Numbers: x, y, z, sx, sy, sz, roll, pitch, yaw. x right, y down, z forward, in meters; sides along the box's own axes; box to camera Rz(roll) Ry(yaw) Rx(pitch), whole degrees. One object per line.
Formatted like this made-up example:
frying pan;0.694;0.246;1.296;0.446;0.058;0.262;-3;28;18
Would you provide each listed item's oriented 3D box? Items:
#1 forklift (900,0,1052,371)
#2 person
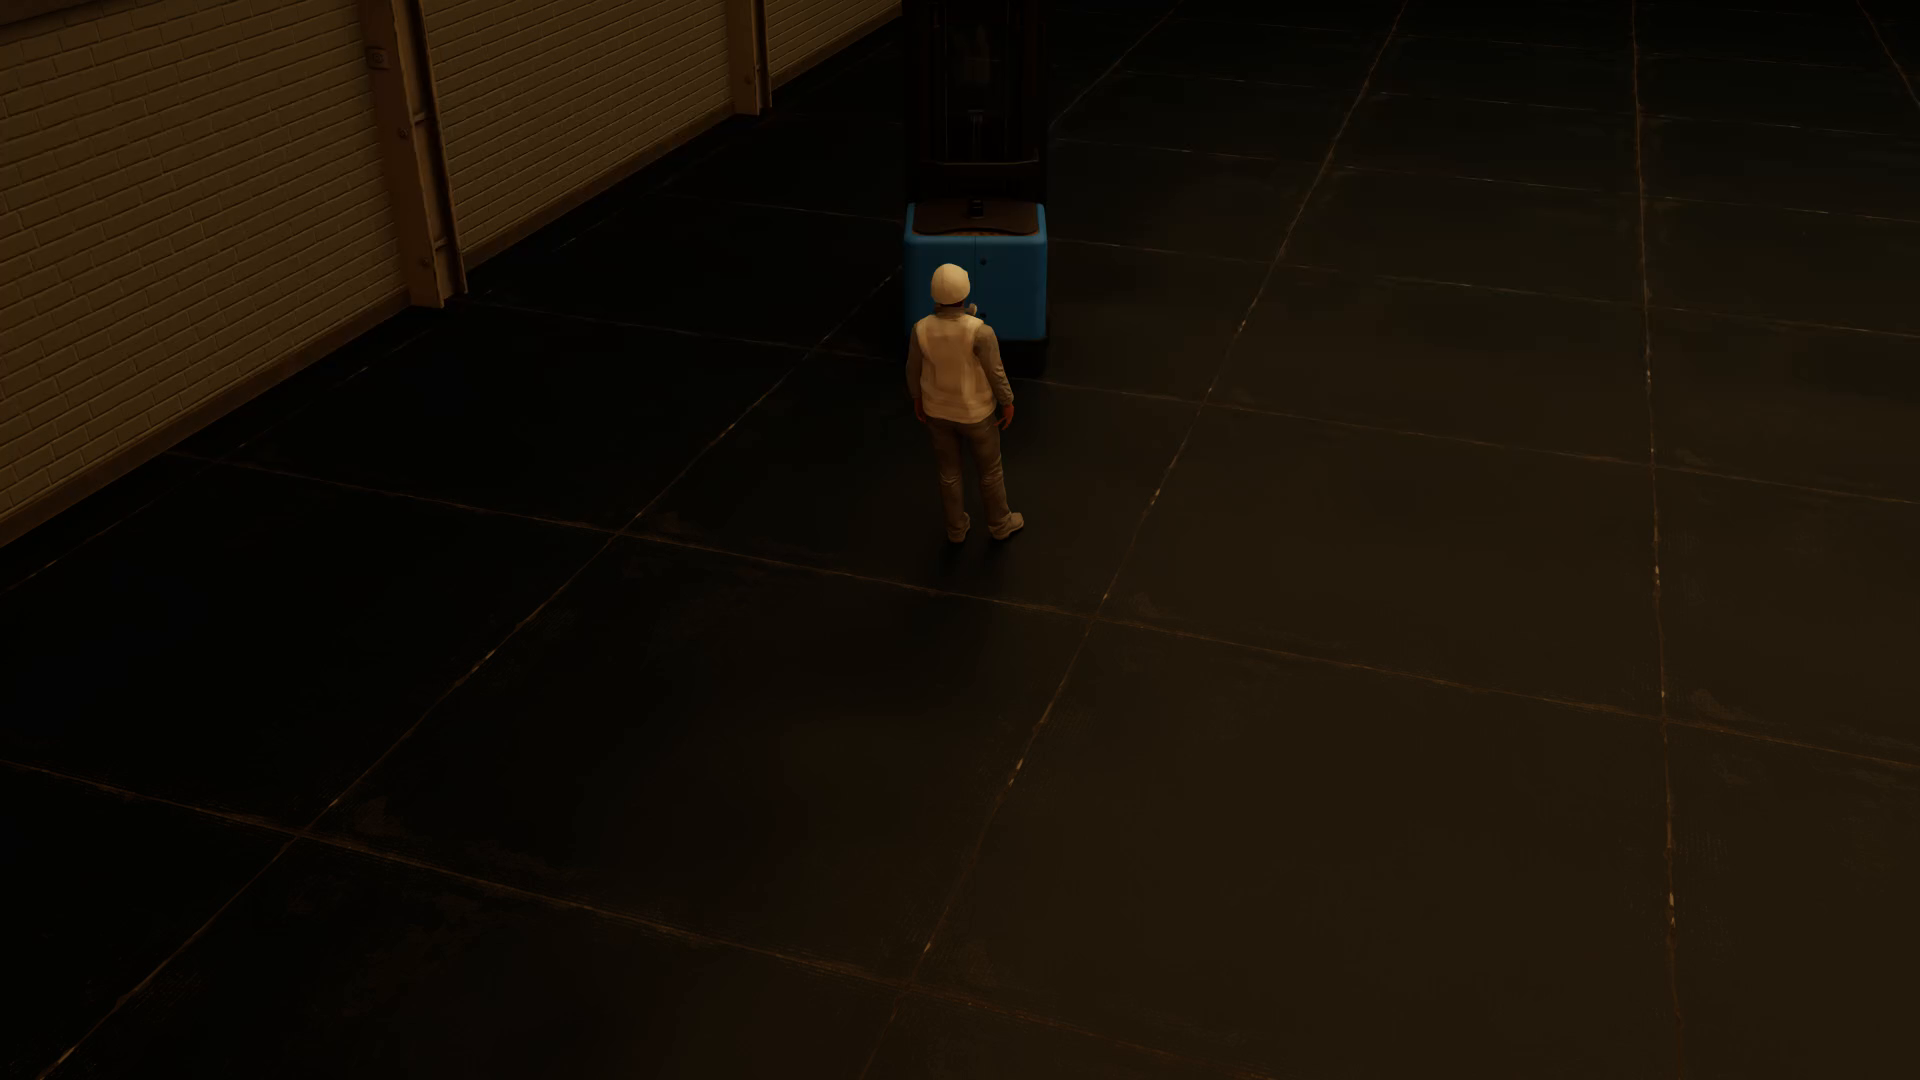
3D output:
forklift;0.125;-3.192;12.736;1.130;2.935;3.031;0;30;1
person;0.027;-0.805;9.703;0.633;1.775;0.566;10;31;16
